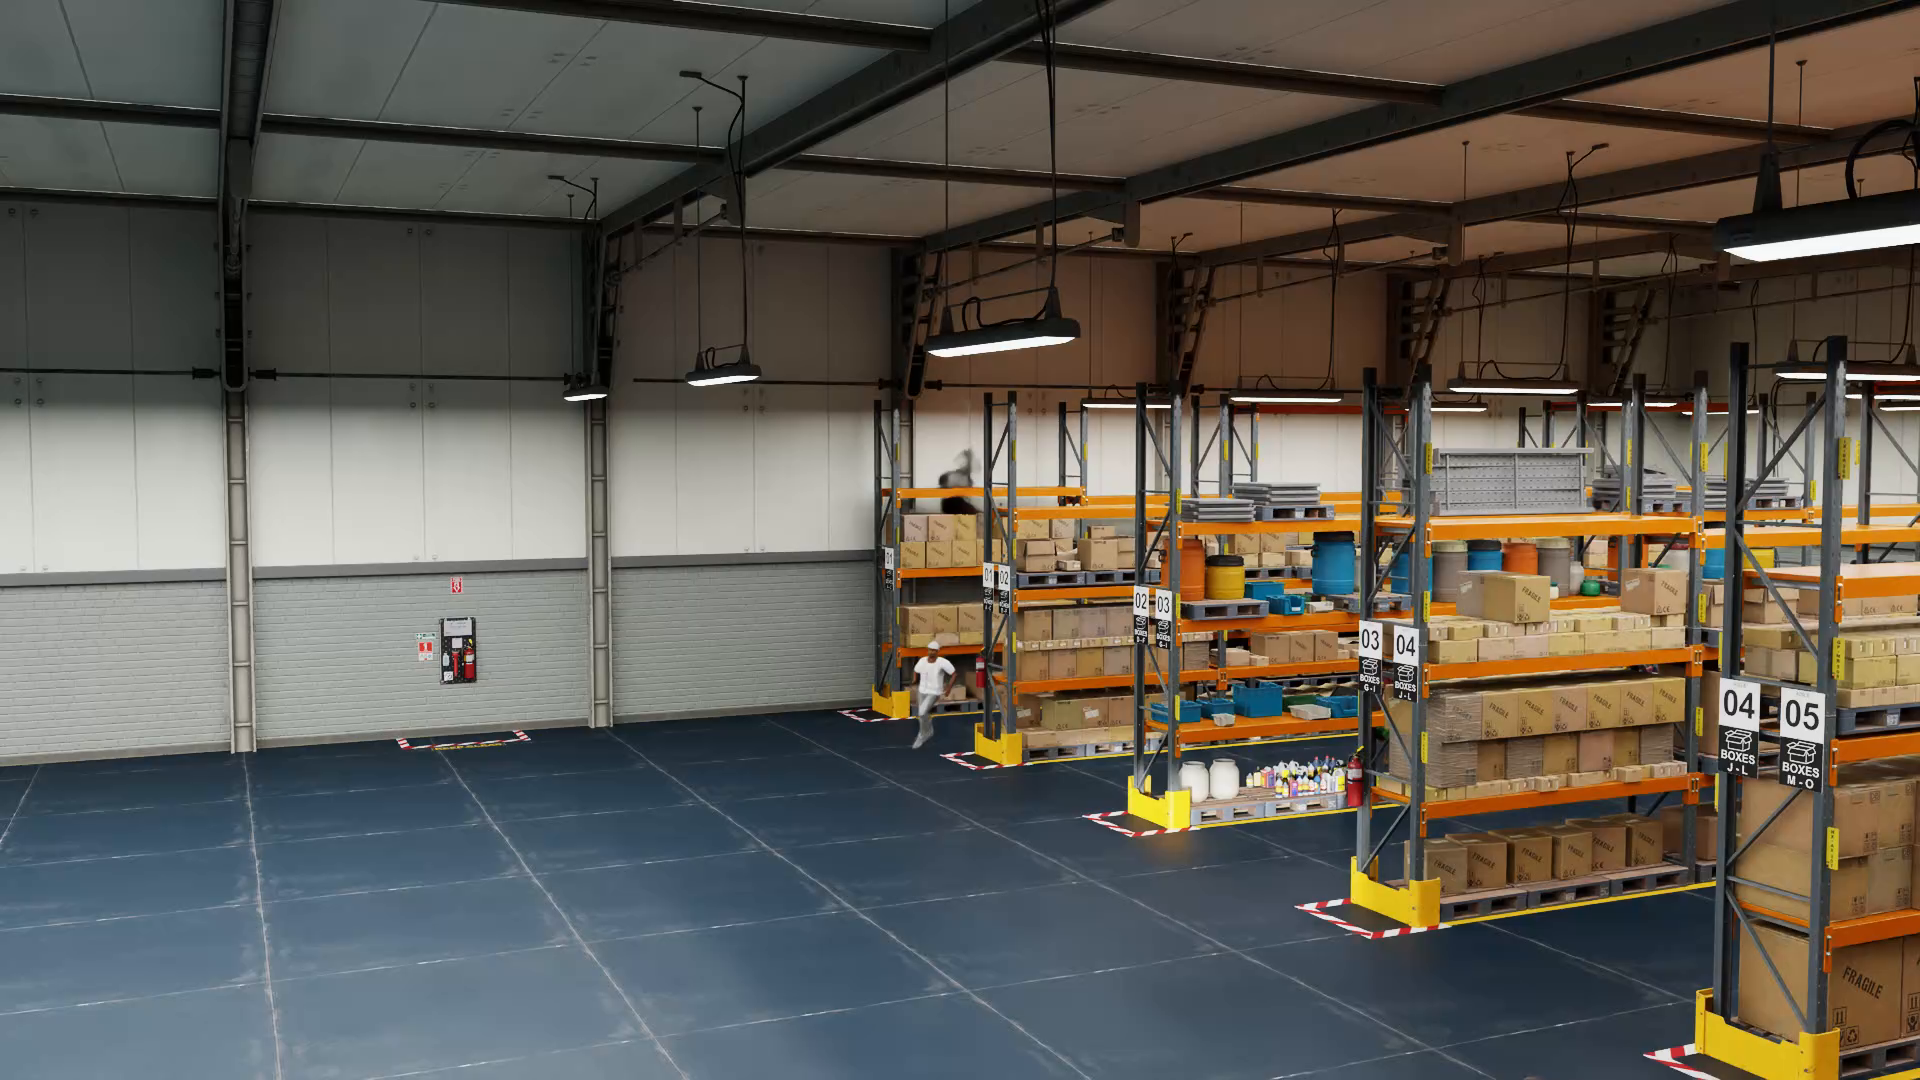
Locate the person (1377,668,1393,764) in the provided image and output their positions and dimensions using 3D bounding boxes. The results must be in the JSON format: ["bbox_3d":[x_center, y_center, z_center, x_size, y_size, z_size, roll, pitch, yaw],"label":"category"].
[{"bbox_3d":[6.847,2.712,26.696,0.538,1.704,0.668,-2,4,-29],"label":"person"}]

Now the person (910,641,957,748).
[{"bbox_3d":[-0.485,2.576,27.832,0.762,1.782,0.686,2,4,37],"label":"person"}]
